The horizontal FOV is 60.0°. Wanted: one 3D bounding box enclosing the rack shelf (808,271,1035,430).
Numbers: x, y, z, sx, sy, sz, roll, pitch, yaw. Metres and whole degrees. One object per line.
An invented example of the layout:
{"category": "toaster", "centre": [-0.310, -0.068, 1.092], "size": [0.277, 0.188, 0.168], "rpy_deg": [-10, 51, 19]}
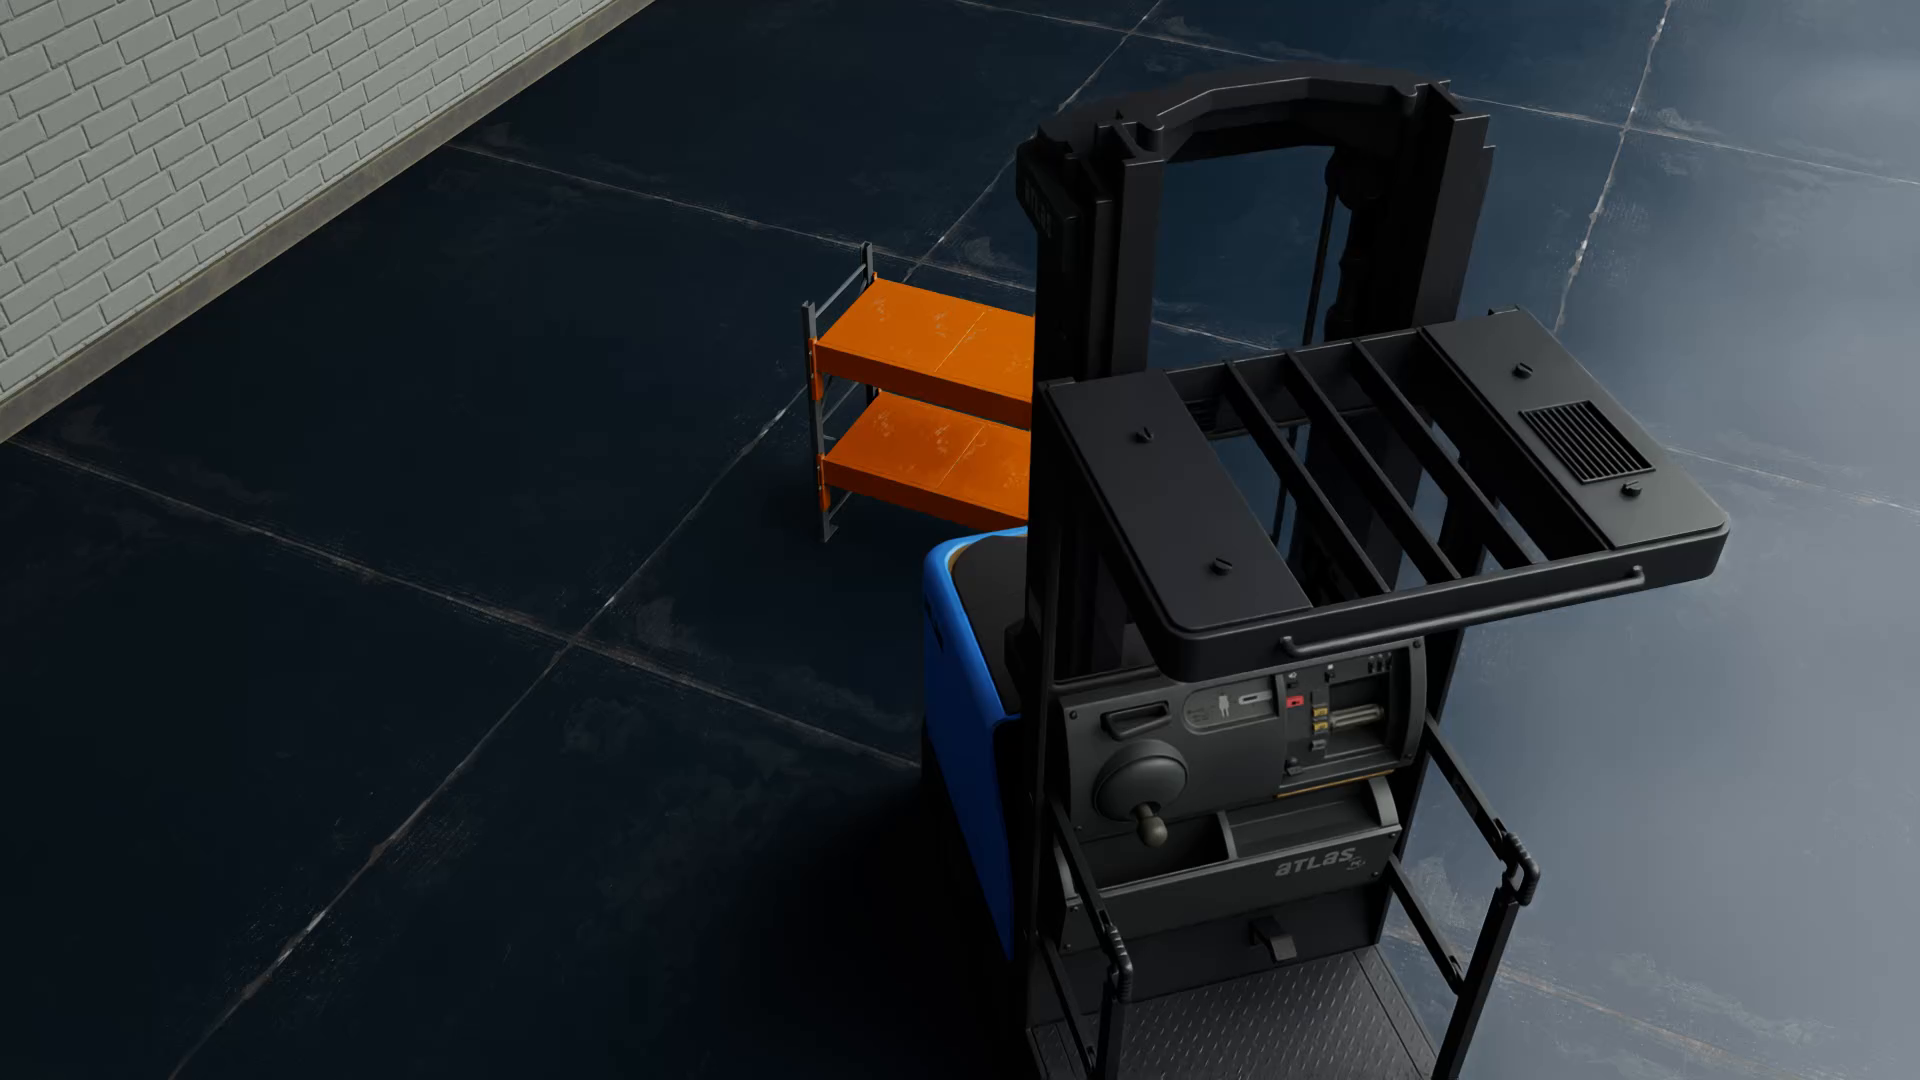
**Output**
{"category": "rack shelf", "centre": [0.006, -0.644, 6.188], "size": [1.000, 0.278, 0.538], "rpy_deg": [17, 44, 19]}

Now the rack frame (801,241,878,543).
{"category": "rack frame", "centre": [-0.455, -0.564, 6.542], "size": [0.032, 1.125, 0.500], "rpy_deg": [17, 44, 19]}

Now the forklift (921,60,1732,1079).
{"category": "forklift", "centre": [0.755, 0.560, 3.866], "size": [1.130, 2.935, 3.031], "rpy_deg": [-10, 42, -12]}

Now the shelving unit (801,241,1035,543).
{"category": "shelving unit", "centre": [0.006, -0.423, 6.379], "size": [1.048, 1.125, 0.538], "rpy_deg": [17, 44, 19]}

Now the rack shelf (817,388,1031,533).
{"category": "rack shelf", "centre": [0.006, -0.238, 6.540], "size": [1.000, 0.278, 0.538], "rpy_deg": [17, 44, 19]}
